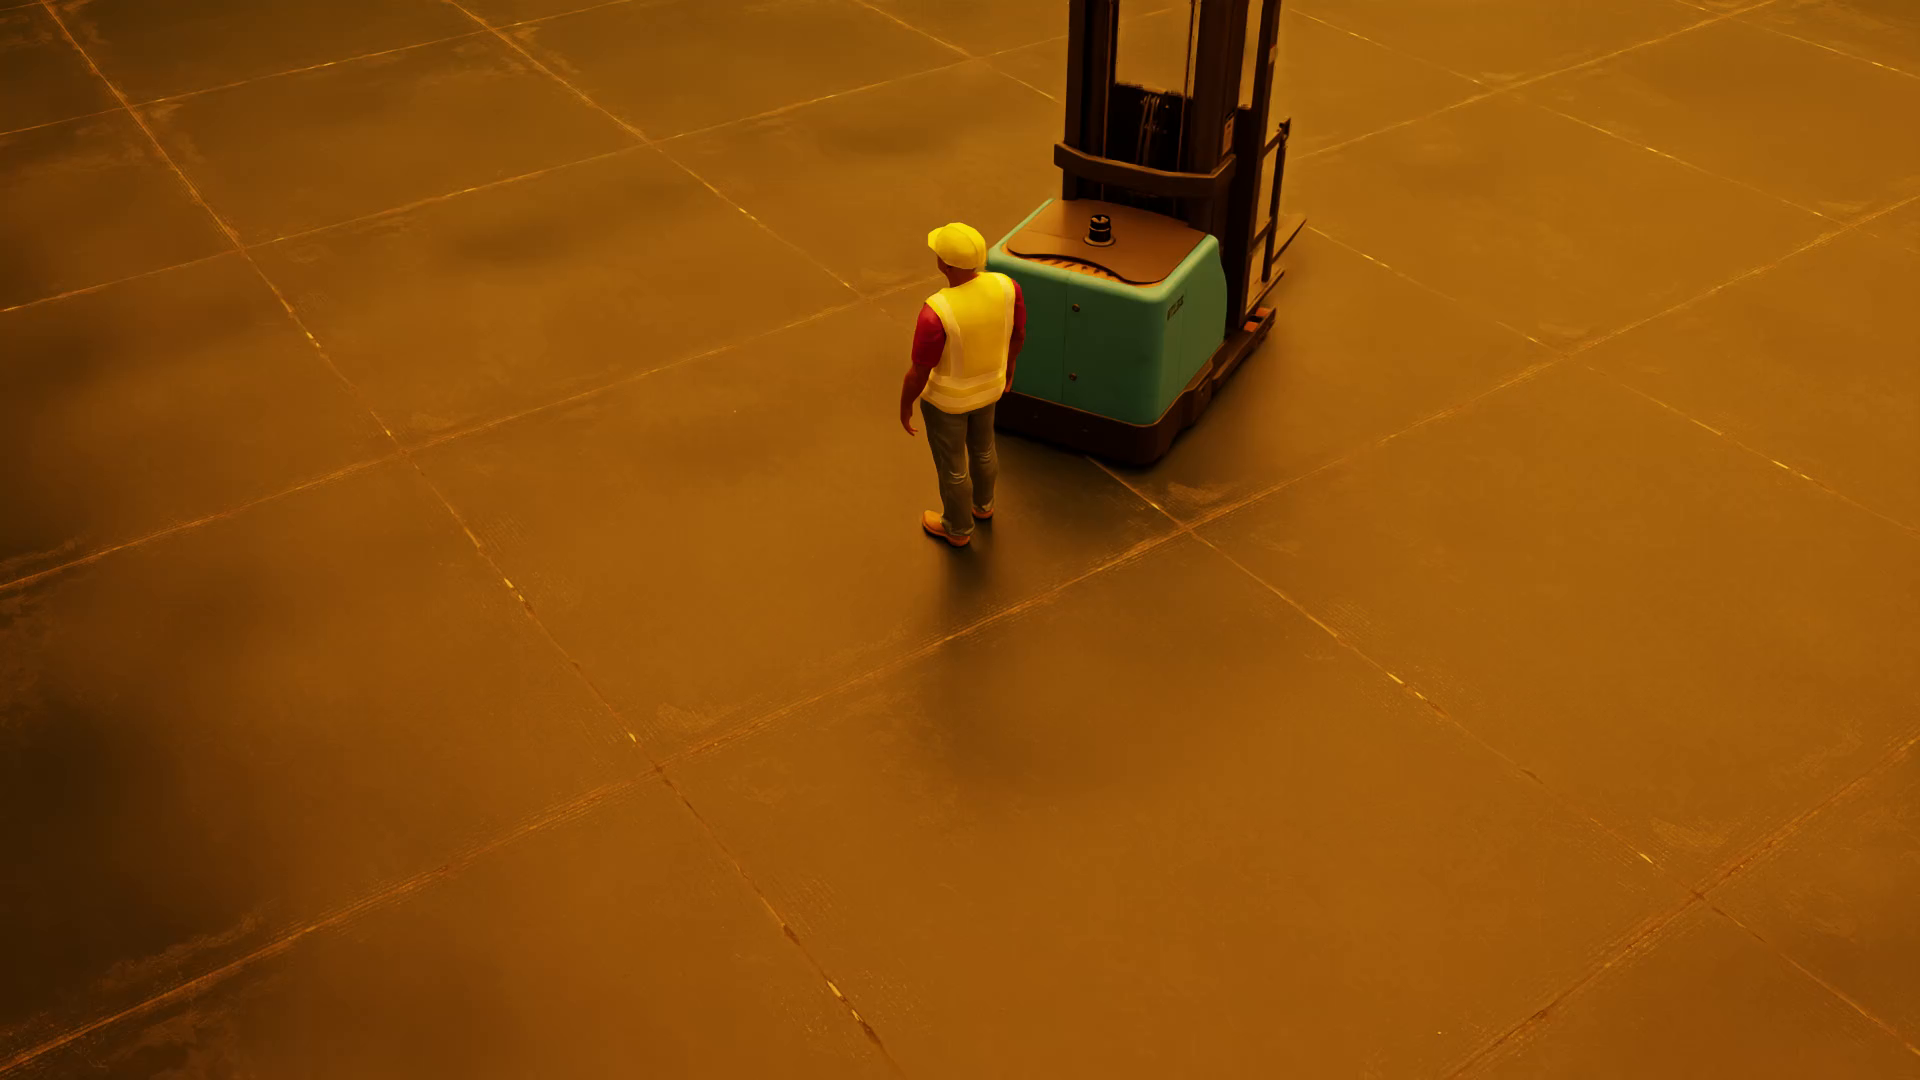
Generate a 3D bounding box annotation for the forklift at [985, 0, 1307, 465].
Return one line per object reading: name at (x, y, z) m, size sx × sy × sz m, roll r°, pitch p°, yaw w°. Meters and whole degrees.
forklift at (1.259, -2.437, 9.241) m, size 1.130 × 2.935 × 3.031 m, roll 18°, pitch 40°, yaw 23°

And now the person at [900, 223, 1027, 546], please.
person at (-0.037, -0.752, 7.929) m, size 0.666 × 1.768 × 0.575 m, roll -23°, pitch 42°, yaw -28°
